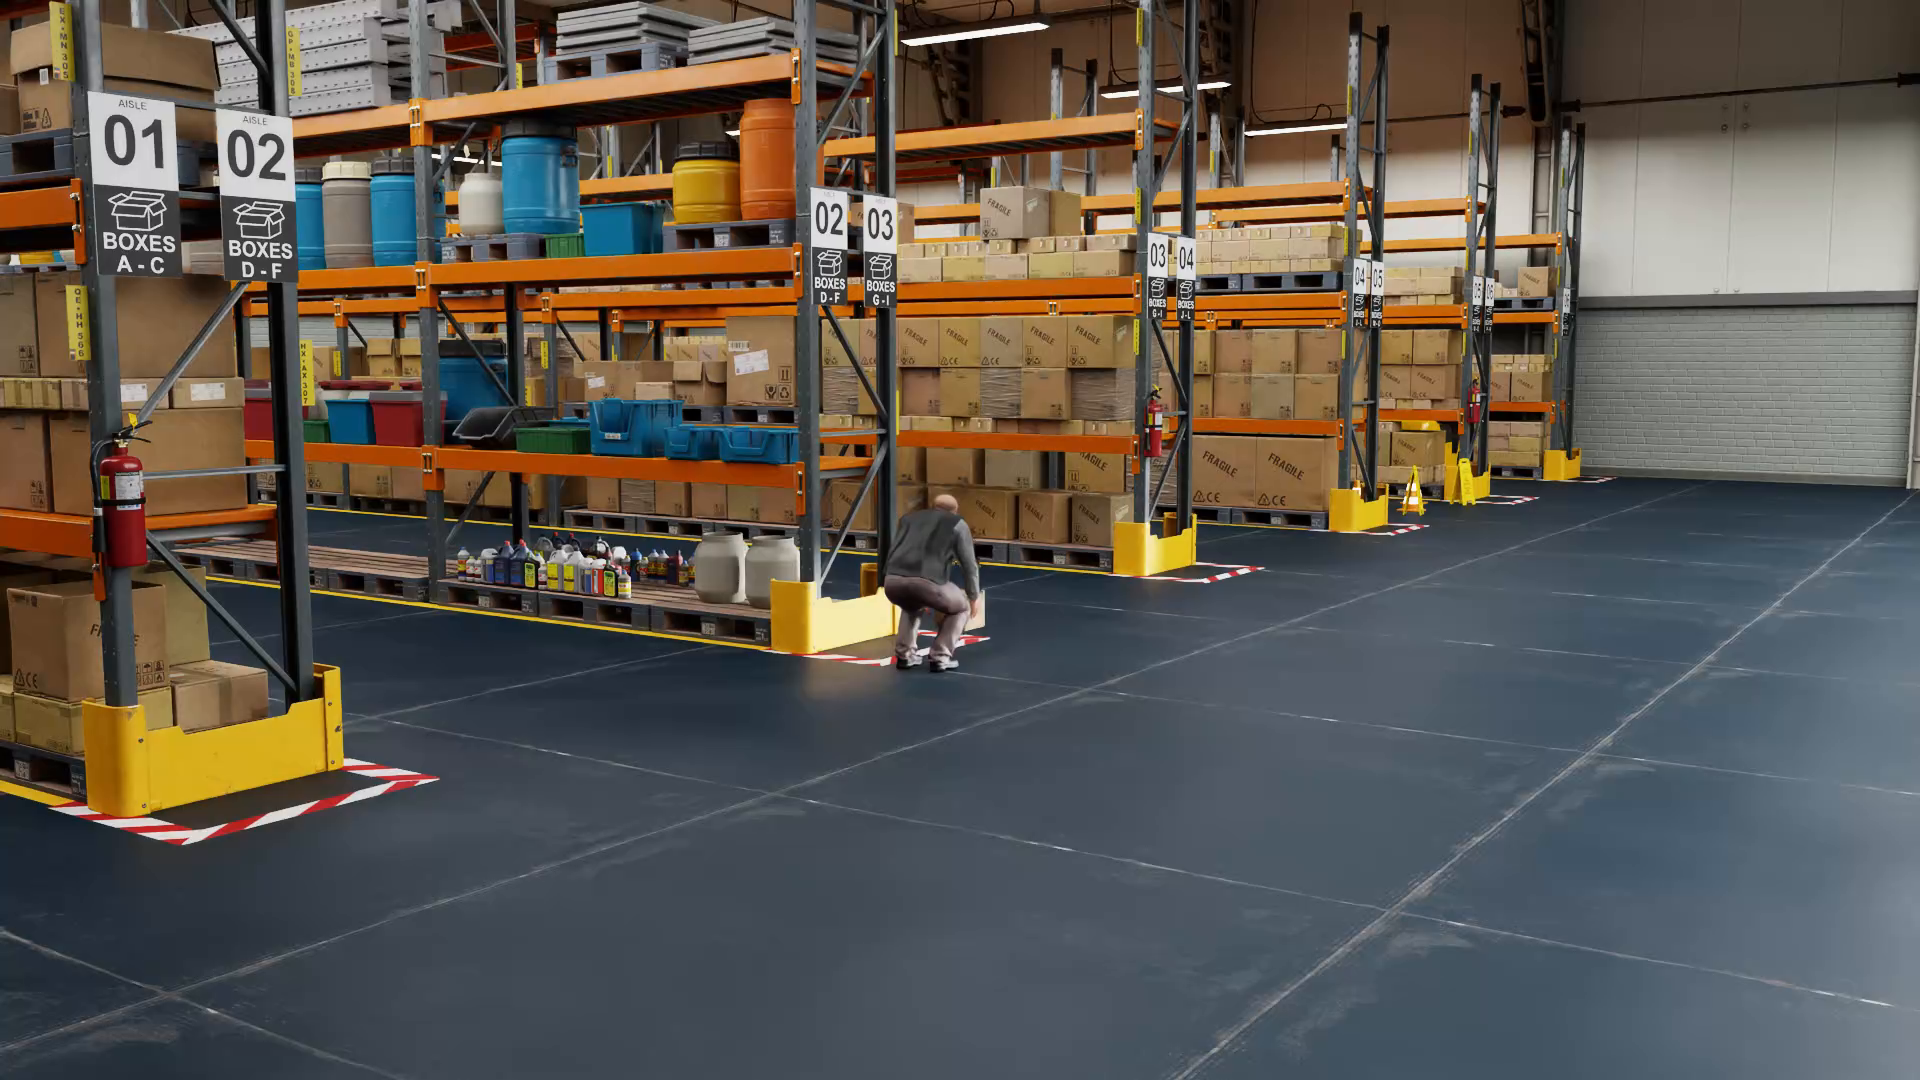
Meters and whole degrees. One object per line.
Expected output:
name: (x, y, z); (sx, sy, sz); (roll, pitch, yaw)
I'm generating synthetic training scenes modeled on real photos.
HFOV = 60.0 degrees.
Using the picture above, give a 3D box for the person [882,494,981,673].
person: (-0.223, 0.279, 11.076); (0.565, 1.128, 0.819); (3, 7, 27)
